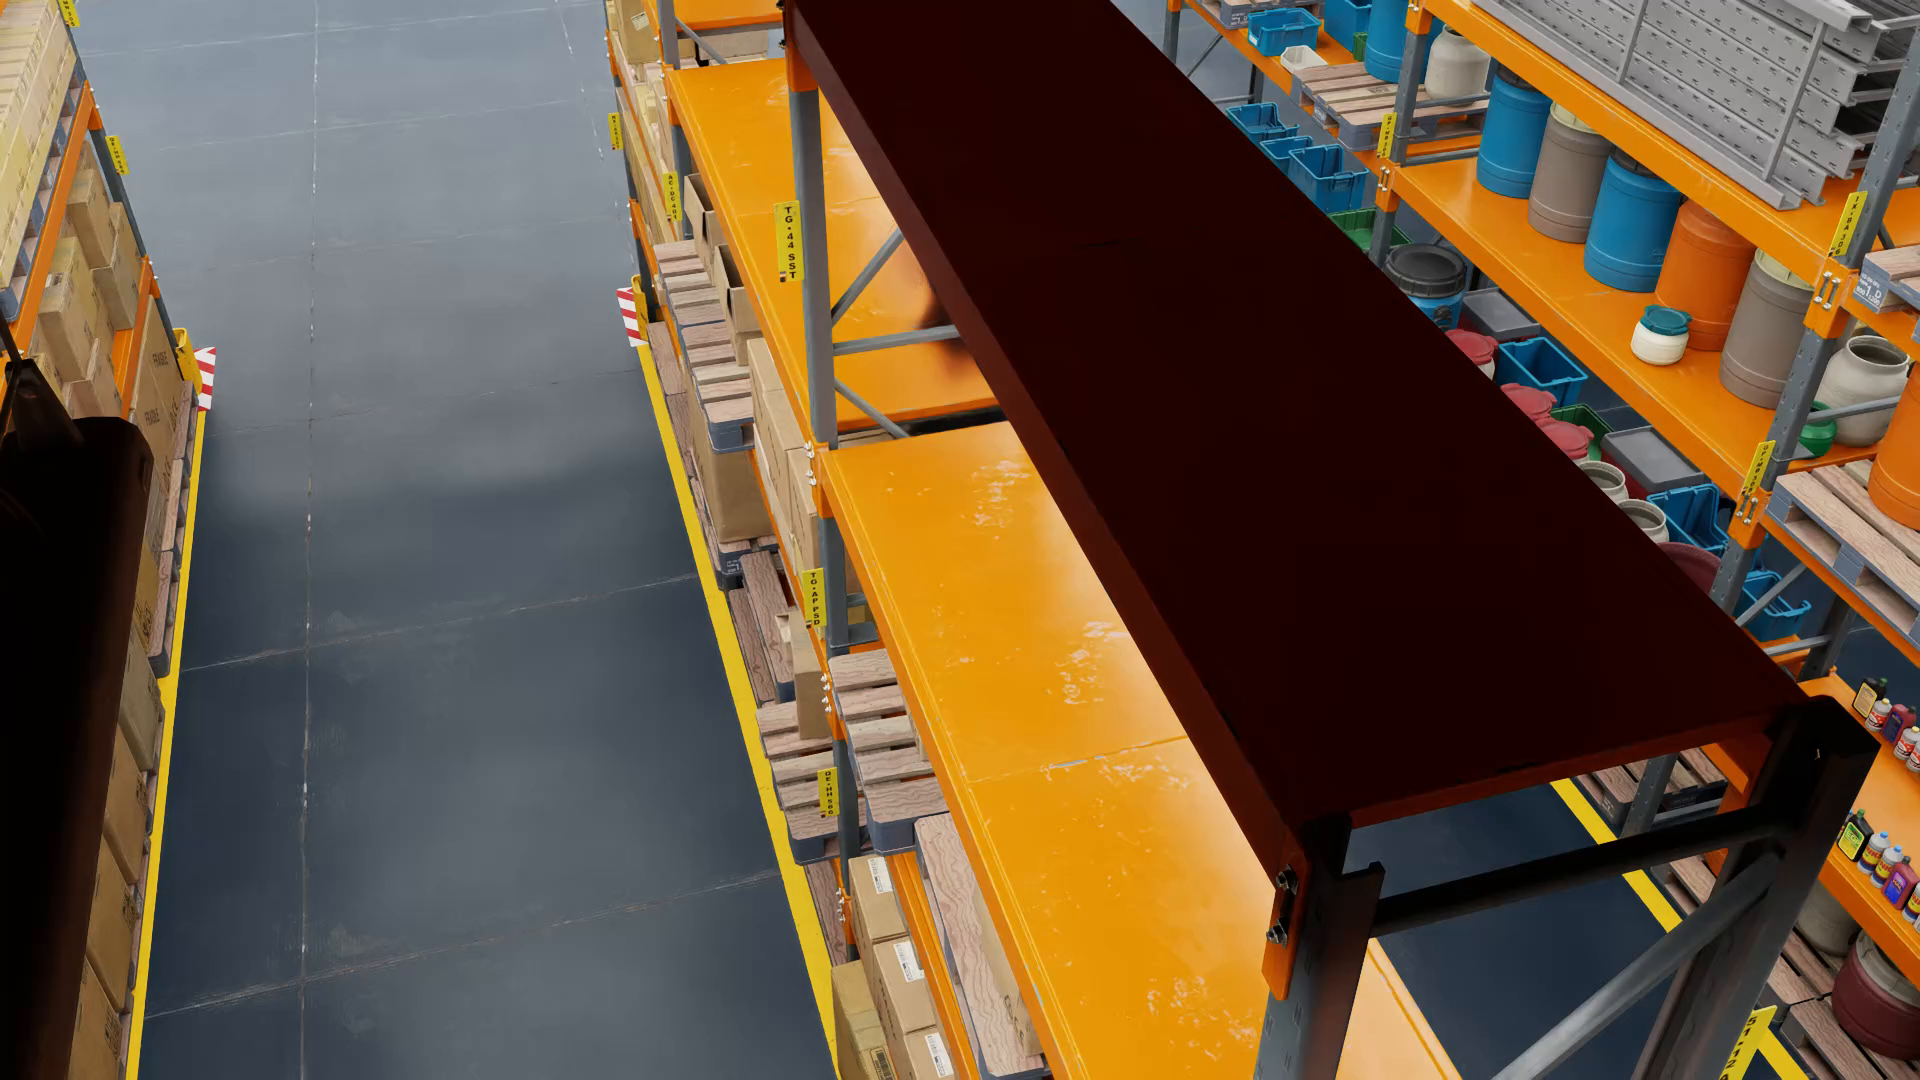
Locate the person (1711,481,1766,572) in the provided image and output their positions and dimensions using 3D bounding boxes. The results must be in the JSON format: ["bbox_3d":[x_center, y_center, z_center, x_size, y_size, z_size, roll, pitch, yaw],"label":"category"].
[{"bbox_3d":[5.600,-0.331,11.944,0.486,1.575,0.920,-15,41,-18],"label":"person"}]
